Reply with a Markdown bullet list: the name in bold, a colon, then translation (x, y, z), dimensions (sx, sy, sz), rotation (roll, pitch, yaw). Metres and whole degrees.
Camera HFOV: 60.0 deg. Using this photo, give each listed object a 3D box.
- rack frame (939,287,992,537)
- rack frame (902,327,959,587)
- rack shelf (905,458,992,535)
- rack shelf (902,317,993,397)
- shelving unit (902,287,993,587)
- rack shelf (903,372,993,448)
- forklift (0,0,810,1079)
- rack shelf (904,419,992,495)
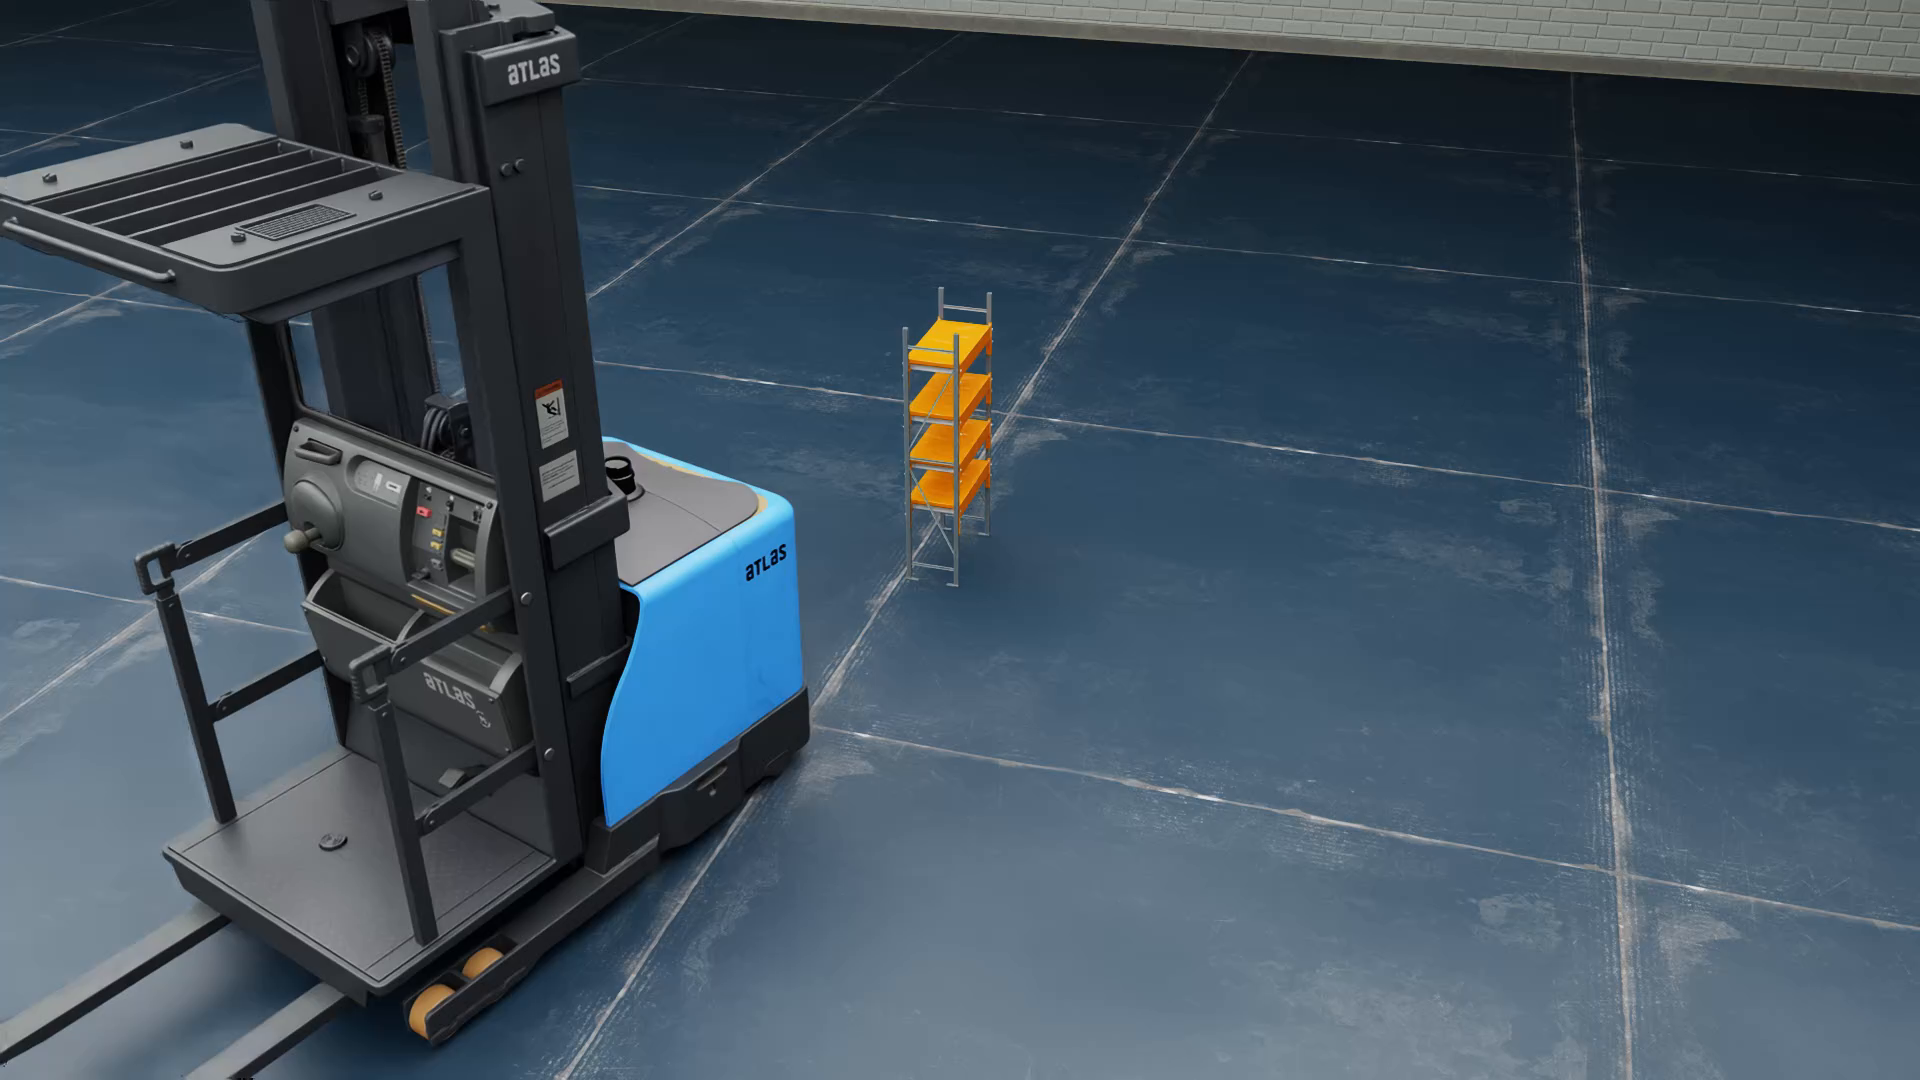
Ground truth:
- **rack frame**: translation (0.023, -0.561, 7.524), dimensions (0.240, 1.200, 0.015), rotation (8, 30, 15)
- **rack frame**: translation (-0.120, -0.334, 7.116), dimensions (0.240, 1.200, 0.015), rotation (8, 30, 15)
- **rack shelf**: translation (-0.049, -0.215, 7.449), dimensions (0.258, 0.148, 0.480), rotation (8, 30, 15)
- **rack shelf**: translation (-0.049, -0.791, 7.129), dimensions (0.258, 0.148, 0.480), rotation (8, 30, 15)
- **shelving unit**: translation (-0.049, -0.447, 7.320), dimensions (0.258, 1.200, 0.503), rotation (8, 30, 15)
- **rack shelf**: translation (-0.049, -0.584, 7.244), dimensions (0.258, 0.148, 0.480), rotation (8, 30, 15)
- **forklift**: translation (-1.821, -0.033, 4.795), dimensions (1.130, 2.935, 3.031), rotation (19, 34, 30)
- **rack shelf**: translation (-0.049, -0.389, 7.353), dimensions (0.258, 0.148, 0.480), rotation (8, 30, 15)
